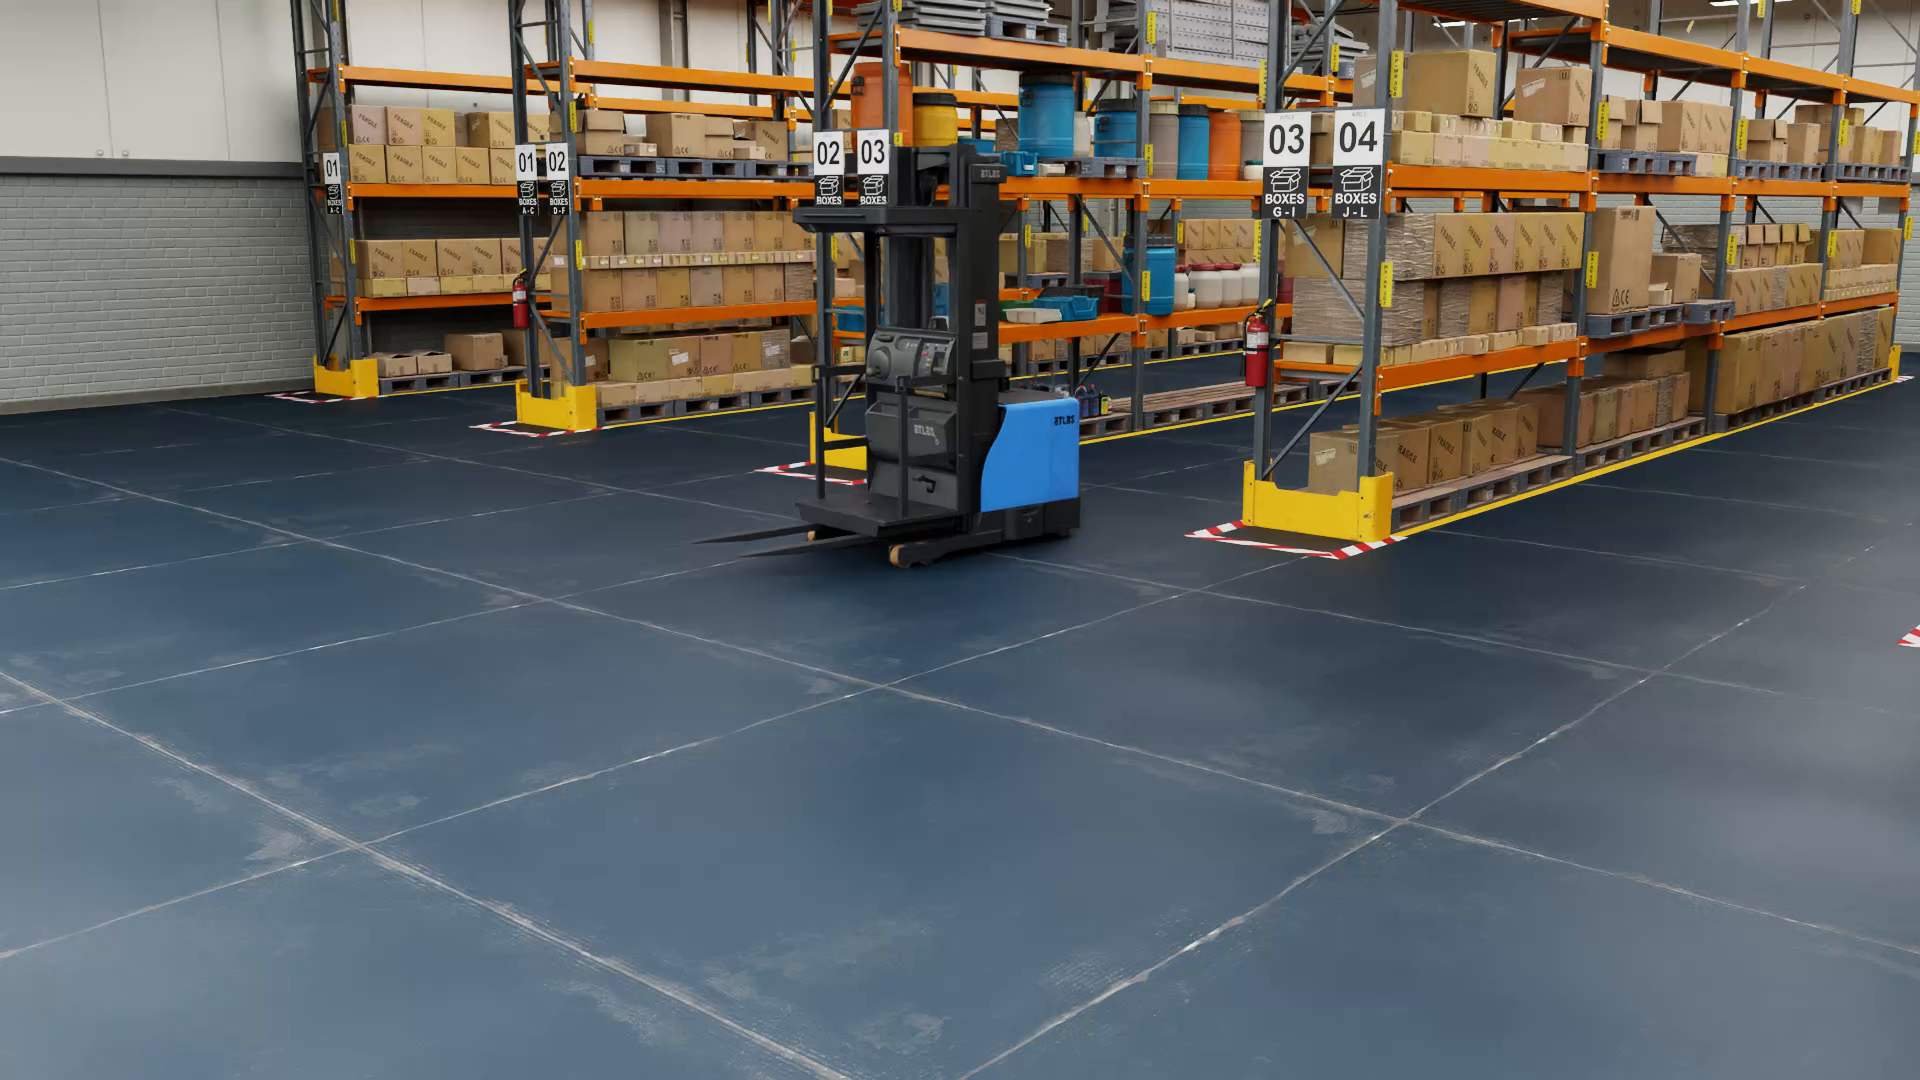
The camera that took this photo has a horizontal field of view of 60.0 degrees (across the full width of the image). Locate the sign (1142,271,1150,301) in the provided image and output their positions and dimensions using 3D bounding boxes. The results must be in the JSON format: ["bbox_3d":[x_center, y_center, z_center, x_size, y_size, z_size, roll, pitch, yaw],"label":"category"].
[{"bbox_3d":[2.068,-2.827,18.502,0.100,0.325,0.005,10,15,40],"label":"sign"}]

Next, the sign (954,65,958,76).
[{"bbox_3d":[-0.084,-8.593,30.171,0.100,0.325,0.005,10,15,40],"label":"sign"}]

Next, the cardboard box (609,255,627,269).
[{"bbox_3d":[-4.104,-3.253,19.429,0.380,0.149,0.250,9,15,39],"label":"cardboard box"}]

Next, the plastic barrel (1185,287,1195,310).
[{"bbox_3d":[2.651,-2.872,19.783,0.301,0.262,0.301,0,11,0],"label":"plastic barrel"}]

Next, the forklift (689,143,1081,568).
[{"bbox_3d":[-0.518,-1.353,12.004,3.031,2.935,1.130,-10,15,-40],"label":"forklift"}]

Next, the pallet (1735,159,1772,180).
[{"bbox_3d":[8.408,-4.193,18.867,1.213,0.211,1.003,11,16,43],"label":"pallet"}]

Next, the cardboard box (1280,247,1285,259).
[{"bbox_3d":[5.774,-5.119,30.427,0.500,0.500,0.500,10,15,42],"label":"cardboard box"}]

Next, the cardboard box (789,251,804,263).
[{"bbox_3d":[-2.240,-3.669,21.510,0.380,0.149,0.250,9,15,39],"label":"cardboard box"}]

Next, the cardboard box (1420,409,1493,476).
[{"bbox_3d":[4.365,-0.864,14.688,0.500,0.500,0.500,8,14,35],"label":"cardboard box"}]

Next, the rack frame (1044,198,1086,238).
[{"bbox_3d":[2.141,-5.811,34.146,1.000,3.000,0.127,10,15,40],"label":"rack frame"}]

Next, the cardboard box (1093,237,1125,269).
[{"bbox_3d":[2.337,-4.687,27.193,0.500,0.500,0.700,-9,15,-39],"label":"cardboard box"}]

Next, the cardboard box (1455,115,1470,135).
[{"bbox_3d":[3.812,-3.284,13.201,0.380,0.149,0.250,10,15,40],"label":"cardboard box"}]

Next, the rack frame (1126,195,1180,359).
[{"bbox_3d":[3.224,-4.582,27.996,1.000,3.000,0.127,10,15,40],"label":"rack frame"}]

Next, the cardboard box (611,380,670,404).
[{"bbox_3d":[-3.848,-1.799,20.006,0.500,0.250,0.500,10,15,40],"label":"cardboard box"}]

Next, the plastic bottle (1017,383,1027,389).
[{"bbox_3d":[0.693,-1.588,18.645,0.144,0.351,0.185,9,14,38],"label":"plastic bottle"}]

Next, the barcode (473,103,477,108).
[{"bbox_3d":[-7.020,-6.299,24.081,0.001,0.075,0.075,10,15,40],"label":"barcode"}]

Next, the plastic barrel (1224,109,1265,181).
[{"bbox_3d":[3.597,-4.977,21.033,0.600,0.901,0.600,0,11,0],"label":"plastic barrel"}]

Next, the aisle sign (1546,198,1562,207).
[{"bbox_3d":[9.851,-5.778,27.342,0.394,0.787,0.004,10,15,40],"label":"aisle sign"}]

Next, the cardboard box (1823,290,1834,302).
[{"bbox_3d":[11.108,-3.178,21.608,0.380,0.149,0.250,10,15,40],"label":"cardboard box"}]

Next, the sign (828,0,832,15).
[{"bbox_3d":[-1.656,-6.808,21.031,0.100,0.325,0.005,10,15,40],"label":"sign"}]

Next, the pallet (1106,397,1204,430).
[{"bbox_3d":[2.151,-1.518,19.771,1.003,0.211,1.213,10,15,40],"label":"pallet"}]

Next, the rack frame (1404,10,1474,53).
[{"bbox_3d":[6.943,-6.883,24.199,1.000,3.000,0.127,10,15,40],"label":"rack frame"}]

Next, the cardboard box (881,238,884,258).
[{"bbox_3d":[-1.608,-5.103,29.538,0.500,0.500,0.500,10,15,42],"label":"cardboard box"}]

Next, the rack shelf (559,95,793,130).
[{"bbox_3d":[-4.460,-6.733,26.302,1.077,0.370,4.000,10,15,40],"label":"rack shelf"}]

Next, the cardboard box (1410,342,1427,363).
[{"bbox_3d":[3.465,-1.493,13.168,0.380,0.149,0.250,10,15,40],"label":"cardboard box"}]

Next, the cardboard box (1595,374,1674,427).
[{"bbox_3d":[7.239,-1.518,17.912,0.700,0.500,0.500,8,14,36],"label":"cardboard box"}]

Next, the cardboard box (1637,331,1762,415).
[{"bbox_3d":[8.494,-1.975,19.296,1.225,0.875,0.875,9,14,38],"label":"cardboard box"}]

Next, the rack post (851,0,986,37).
[{"bbox_3d":[-0.384,-4.967,15.883,0.954,0.300,0.937,-10,15,-41],"label":"rack post"}]

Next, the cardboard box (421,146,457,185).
[{"bbox_3d":[-7.291,-5.155,22.897,0.500,0.500,0.500,11,16,43],"label":"cardboard box"}]

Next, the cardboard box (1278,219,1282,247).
[{"bbox_3d":[5.445,-5.535,29.956,0.500,0.500,0.500,10,15,42],"label":"cardboard box"}]

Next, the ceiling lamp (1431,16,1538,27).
[{"bbox_3d":[9.514,-11.046,30.138,2.000,3.185,0.800,10,15,40],"label":"ceiling lamp"}]

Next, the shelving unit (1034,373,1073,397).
[{"bbox_3d":[0.724,-0.714,13.209,0.189,1.200,0.258,-7,13,-40],"label":"shelving unit"}]

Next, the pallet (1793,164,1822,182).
[{"bbox_3d":[10.095,-4.537,20.598,0.805,0.209,1.217,9,14,38],"label":"pallet"}]

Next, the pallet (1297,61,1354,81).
[{"bbox_3d":[4.802,-6.108,21.822,1.213,0.211,1.003,10,15,40],"label":"pallet"}]

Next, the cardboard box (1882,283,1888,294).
[{"bbox_3d":[12.978,-3.596,23.699,0.380,0.149,0.250,10,15,40],"label":"cardboard box"}]

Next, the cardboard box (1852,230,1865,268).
[{"bbox_3d":[11.842,-3.927,22.424,0.500,0.500,0.500,9,15,39],"label":"cardboard box"}]

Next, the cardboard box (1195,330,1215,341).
[{"bbox_3d":[4.228,-3.571,29.043,0.380,0.166,0.250,10,15,40],"label":"cardboard box"}]

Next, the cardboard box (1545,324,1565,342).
[{"bbox_3d":[5.289,-1.896,15.186,0.380,0.149,0.250,10,15,40],"label":"cardboard box"}]

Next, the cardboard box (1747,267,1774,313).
[{"bbox_3d":[9.222,-2.950,19.567,0.500,0.500,0.500,9,15,39],"label":"cardboard box"}]

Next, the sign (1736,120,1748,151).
[{"bbox_3d":[8.429,-4.367,17.937,0.100,0.325,0.005,10,15,40],"label":"sign"}]

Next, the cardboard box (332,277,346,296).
[{"bbox_3d":[-8.257,-3.487,22.843,0.500,0.250,0.500,10,15,41],"label":"cardboard box"}]

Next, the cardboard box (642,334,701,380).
[{"bbox_3d":[-3.527,-2.241,20.308,0.500,0.500,0.500,10,15,40],"label":"cardboard box"}]

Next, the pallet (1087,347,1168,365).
[{"bbox_3d":[2.716,-3.090,27.645,1.003,0.211,1.213,10,15,40],"label":"pallet"}]

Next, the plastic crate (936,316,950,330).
[{"bbox_3d":[-0.146,-2.137,16.424,0.298,0.136,0.250,10,15,40],"label":"plastic crate"}]

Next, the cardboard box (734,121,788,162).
[{"bbox_3d":[-2.587,-5.160,21.544,0.500,0.500,0.500,-11,15,-43],"label":"cardboard box"}]

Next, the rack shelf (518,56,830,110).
[{"bbox_3d":[-3.377,-5.504,20.152,1.077,0.370,4.000,10,15,40],"label":"rack shelf"}]

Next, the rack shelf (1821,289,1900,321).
[{"bbox_3d":[11.984,-3.243,23.124,1.077,0.370,4.000,10,15,40],"label":"rack shelf"}]

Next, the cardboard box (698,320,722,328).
[{"bbox_3d":[-4.310,-3.374,27.202,0.700,0.500,0.500,10,15,40],"label":"cardboard box"}]

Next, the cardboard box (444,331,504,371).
[{"bbox_3d":[-6.998,-2.722,23.941,0.700,0.500,0.500,9,14,37],"label":"cardboard box"}]

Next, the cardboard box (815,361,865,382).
[{"bbox_3d":[-1.604,-2.290,22.468,0.500,0.250,0.500,9,15,39],"label":"cardboard box"}]

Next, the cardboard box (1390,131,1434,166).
[{"bbox_3d":[3.254,-2.970,12.650,0.500,0.250,0.500,10,15,42],"label":"cardboard box"}]

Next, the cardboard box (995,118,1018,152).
[{"bbox_3d":[0.877,-6.068,24.965,0.500,0.500,0.500,10,15,40],"label":"cardboard box"}]

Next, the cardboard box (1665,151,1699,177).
[{"bbox_3d":[7.242,-3.860,17.104,0.500,0.250,0.500,10,15,42],"label":"cardboard box"}]

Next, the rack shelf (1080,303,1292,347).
[{"bbox_3d":[2.982,-2.706,20.438,1.077,0.370,4.000,10,15,40],"label":"rack shelf"}]

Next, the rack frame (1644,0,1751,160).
[{"bbox_3d":[8.023,-5.655,18.047,1.000,3.000,0.127,10,15,40],"label":"rack frame"}]
